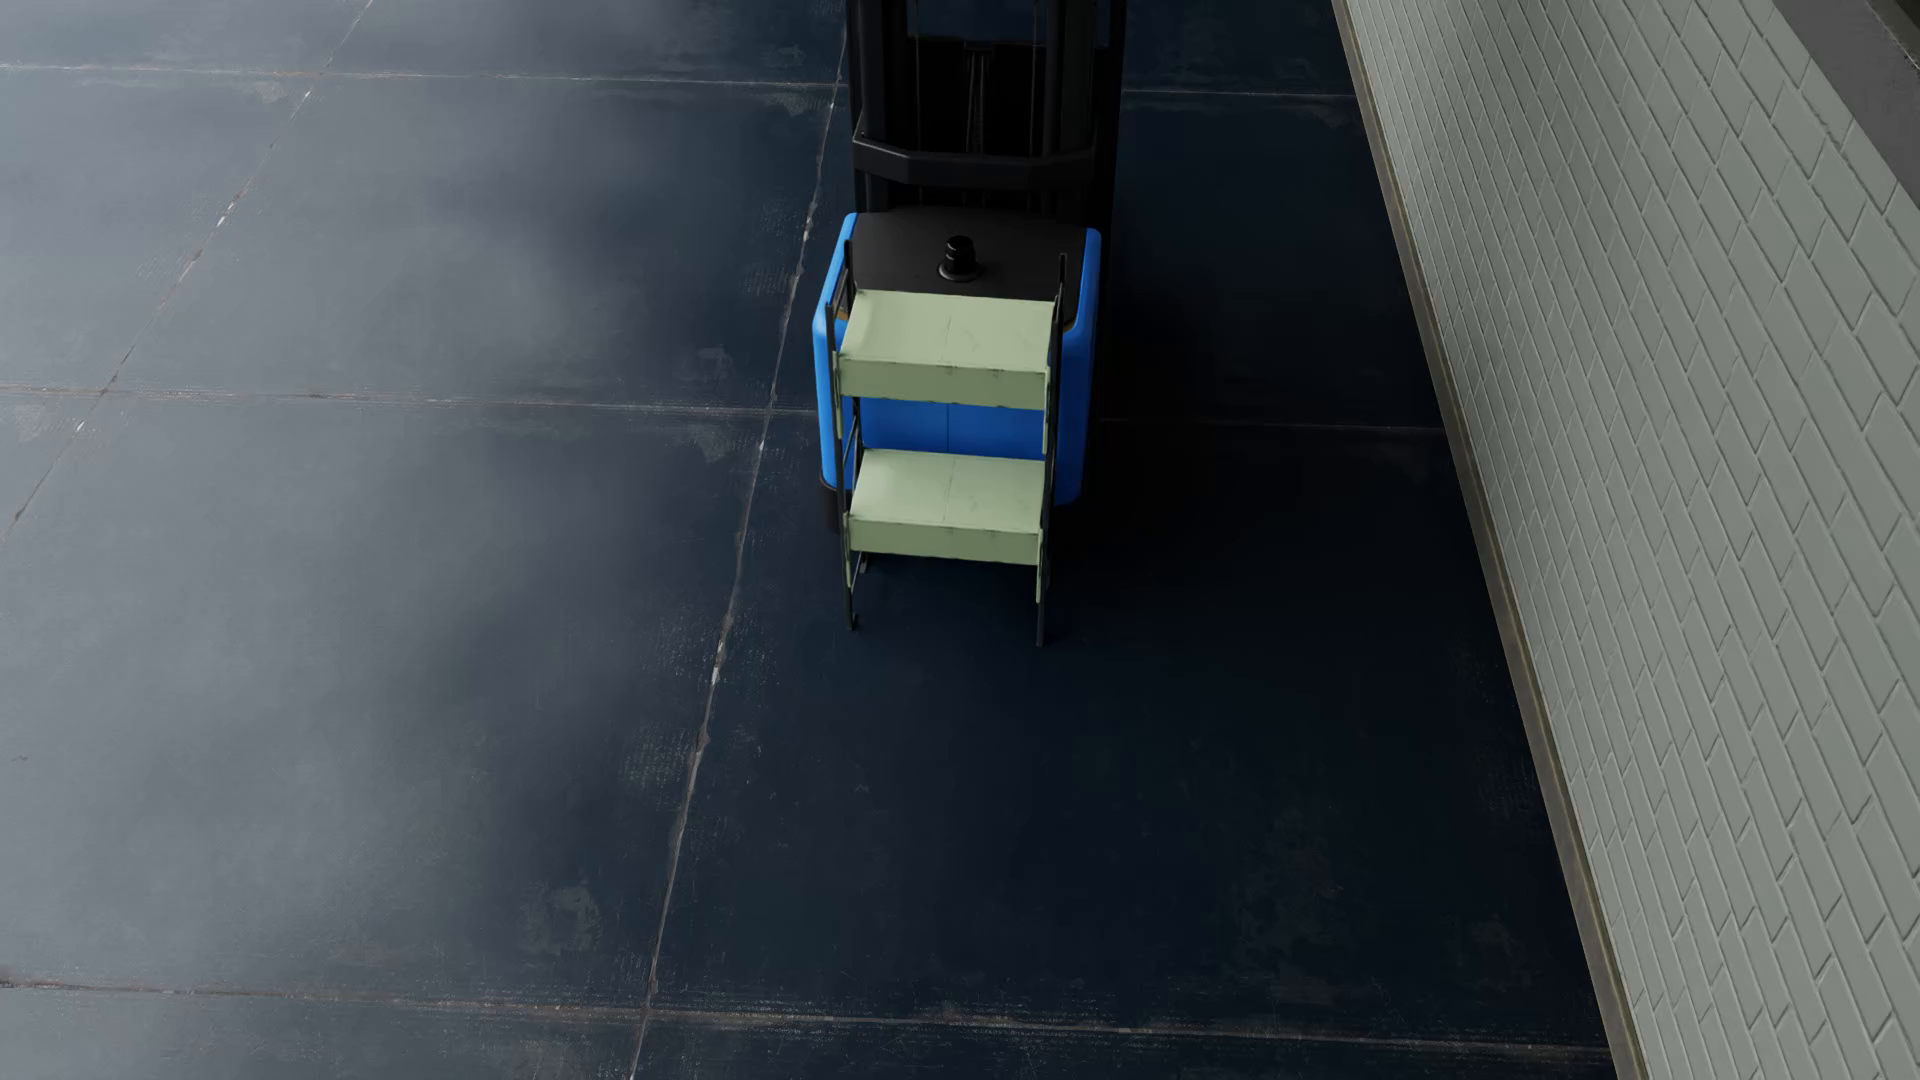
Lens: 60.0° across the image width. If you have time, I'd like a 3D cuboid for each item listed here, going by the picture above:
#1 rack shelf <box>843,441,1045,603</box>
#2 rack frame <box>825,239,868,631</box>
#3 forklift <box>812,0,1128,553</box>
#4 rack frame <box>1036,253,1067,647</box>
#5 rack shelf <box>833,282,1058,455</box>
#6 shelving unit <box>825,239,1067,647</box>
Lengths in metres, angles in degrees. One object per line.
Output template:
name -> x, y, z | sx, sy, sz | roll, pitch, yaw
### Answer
rack shelf -> -0.039, -0.069, 6.202 | 0.720, 0.370, 0.431 | 5, 43, 5
rack frame -> -0.402, -0.337, 6.011 | 0.023, 1.500, 0.400 | 5, 43, 5
forklift -> 0.130, -2.027, 6.775 | 1.130, 2.935, 3.031 | 5, 43, 5
rack frame -> 0.325, -0.279, 5.949 | 0.023, 1.500, 0.400 | 5, 43, 5
rack shelf -> -0.039, -0.593, 5.714 | 0.720, 0.370, 0.431 | 5, 43, 5
shelving unit -> -0.039, -0.308, 5.980 | 0.755, 1.500, 0.431 | 5, 43, 5
